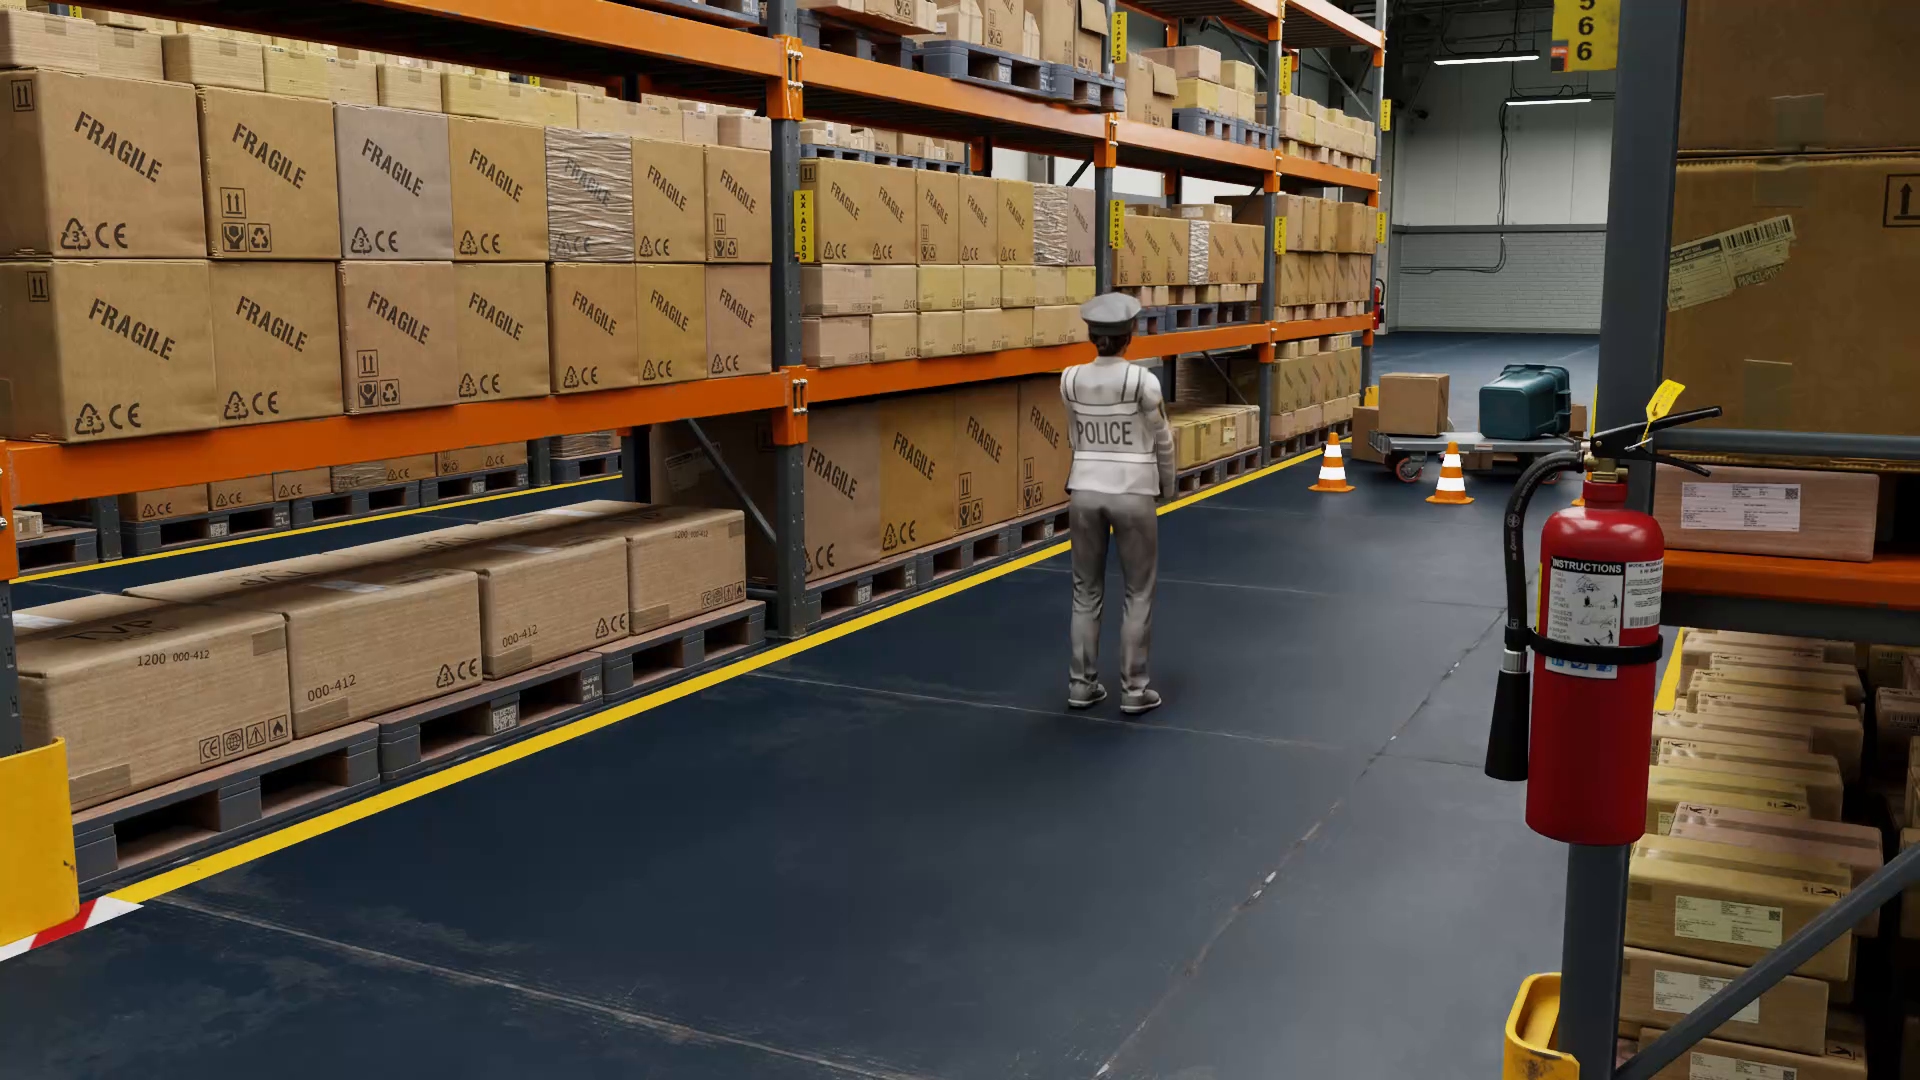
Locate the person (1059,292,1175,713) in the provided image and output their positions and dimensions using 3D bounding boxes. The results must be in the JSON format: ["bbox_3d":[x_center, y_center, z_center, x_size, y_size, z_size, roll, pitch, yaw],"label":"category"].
[{"bbox_3d":[0.654,-0.158,6.783,0.435,1.691,0.525,4,10,25],"label":"person"}]
